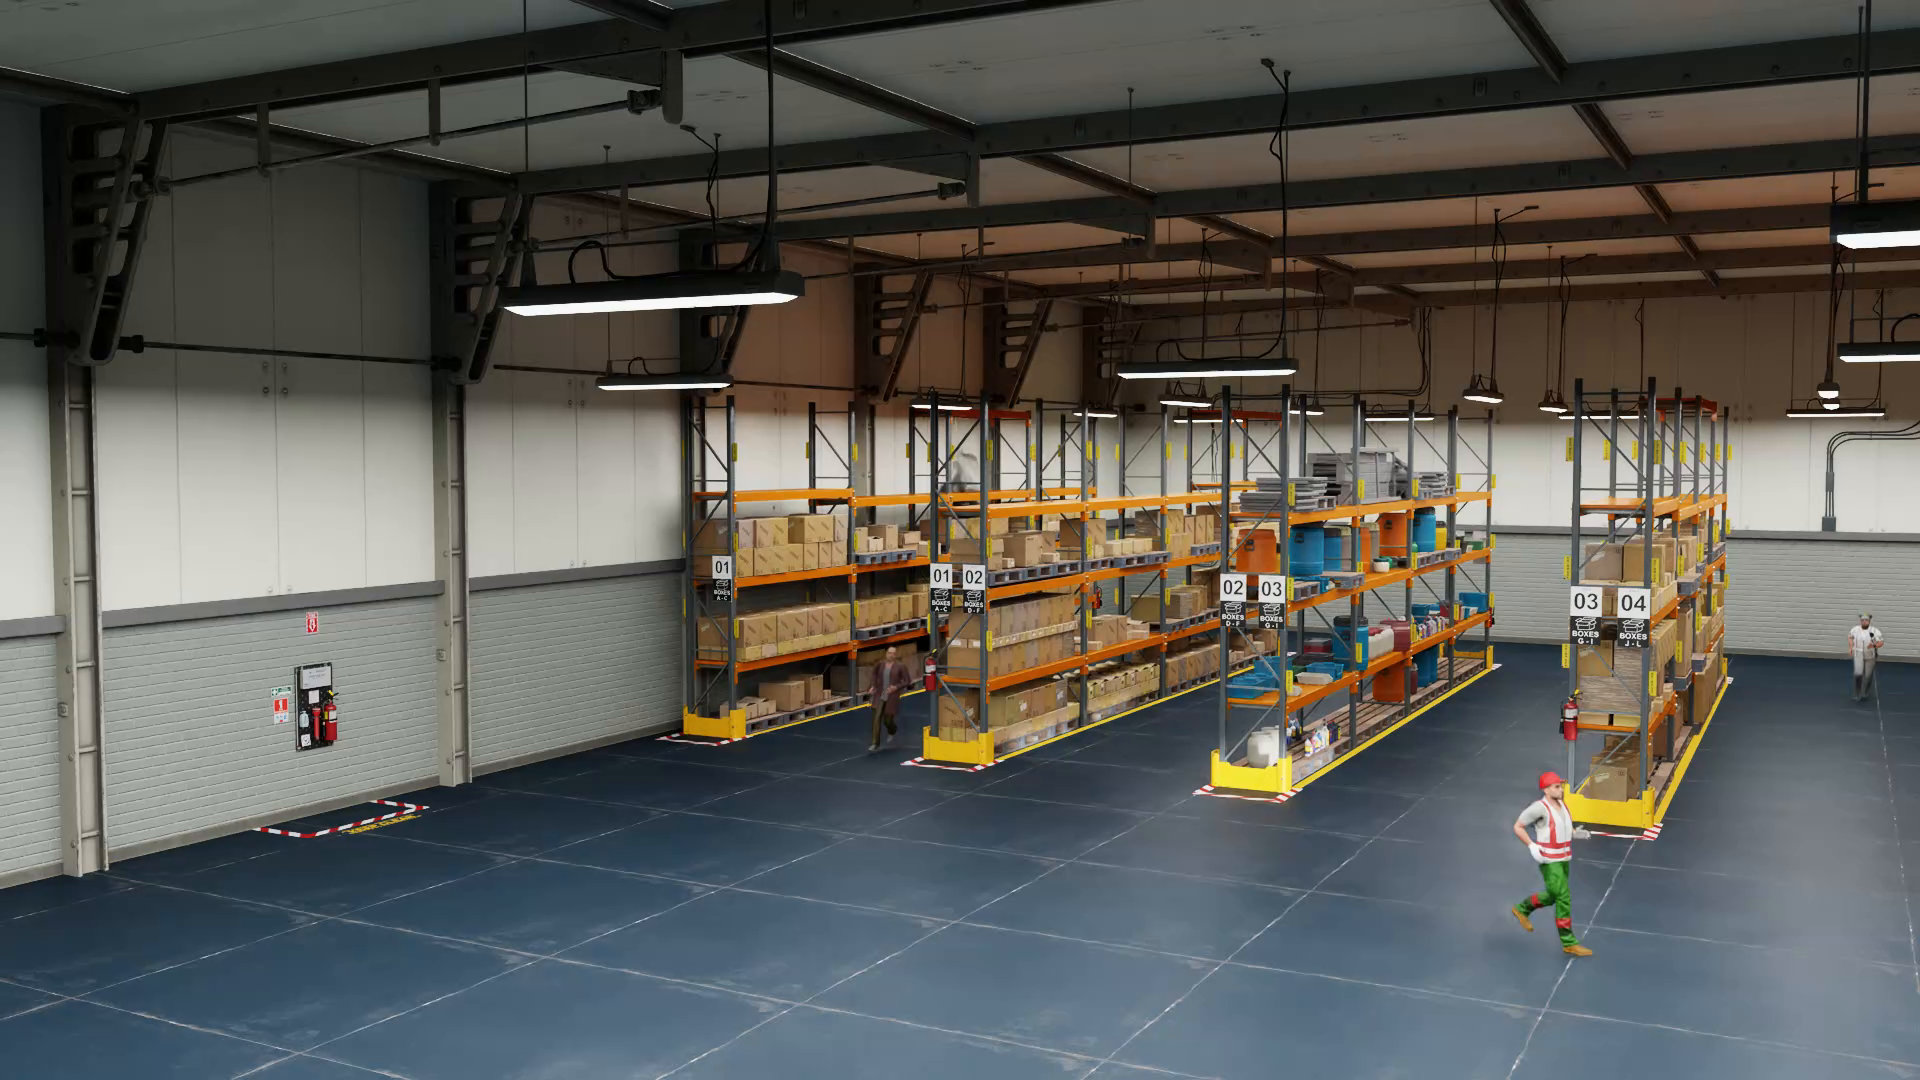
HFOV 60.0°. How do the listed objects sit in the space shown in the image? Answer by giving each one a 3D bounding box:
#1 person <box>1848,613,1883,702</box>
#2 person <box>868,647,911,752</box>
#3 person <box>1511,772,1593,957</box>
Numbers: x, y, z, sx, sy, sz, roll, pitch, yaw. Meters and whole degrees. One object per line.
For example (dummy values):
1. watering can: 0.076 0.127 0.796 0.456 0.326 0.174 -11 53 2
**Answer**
1. person: 18.190 2.369 33.423 0.636 1.821 0.734 2 3 29
2. person: -1.189 2.652 27.826 0.754 1.743 1.002 1 3 18
3. person: 5.948 3.216 16.725 0.665 1.768 0.981 -2 4 -38
